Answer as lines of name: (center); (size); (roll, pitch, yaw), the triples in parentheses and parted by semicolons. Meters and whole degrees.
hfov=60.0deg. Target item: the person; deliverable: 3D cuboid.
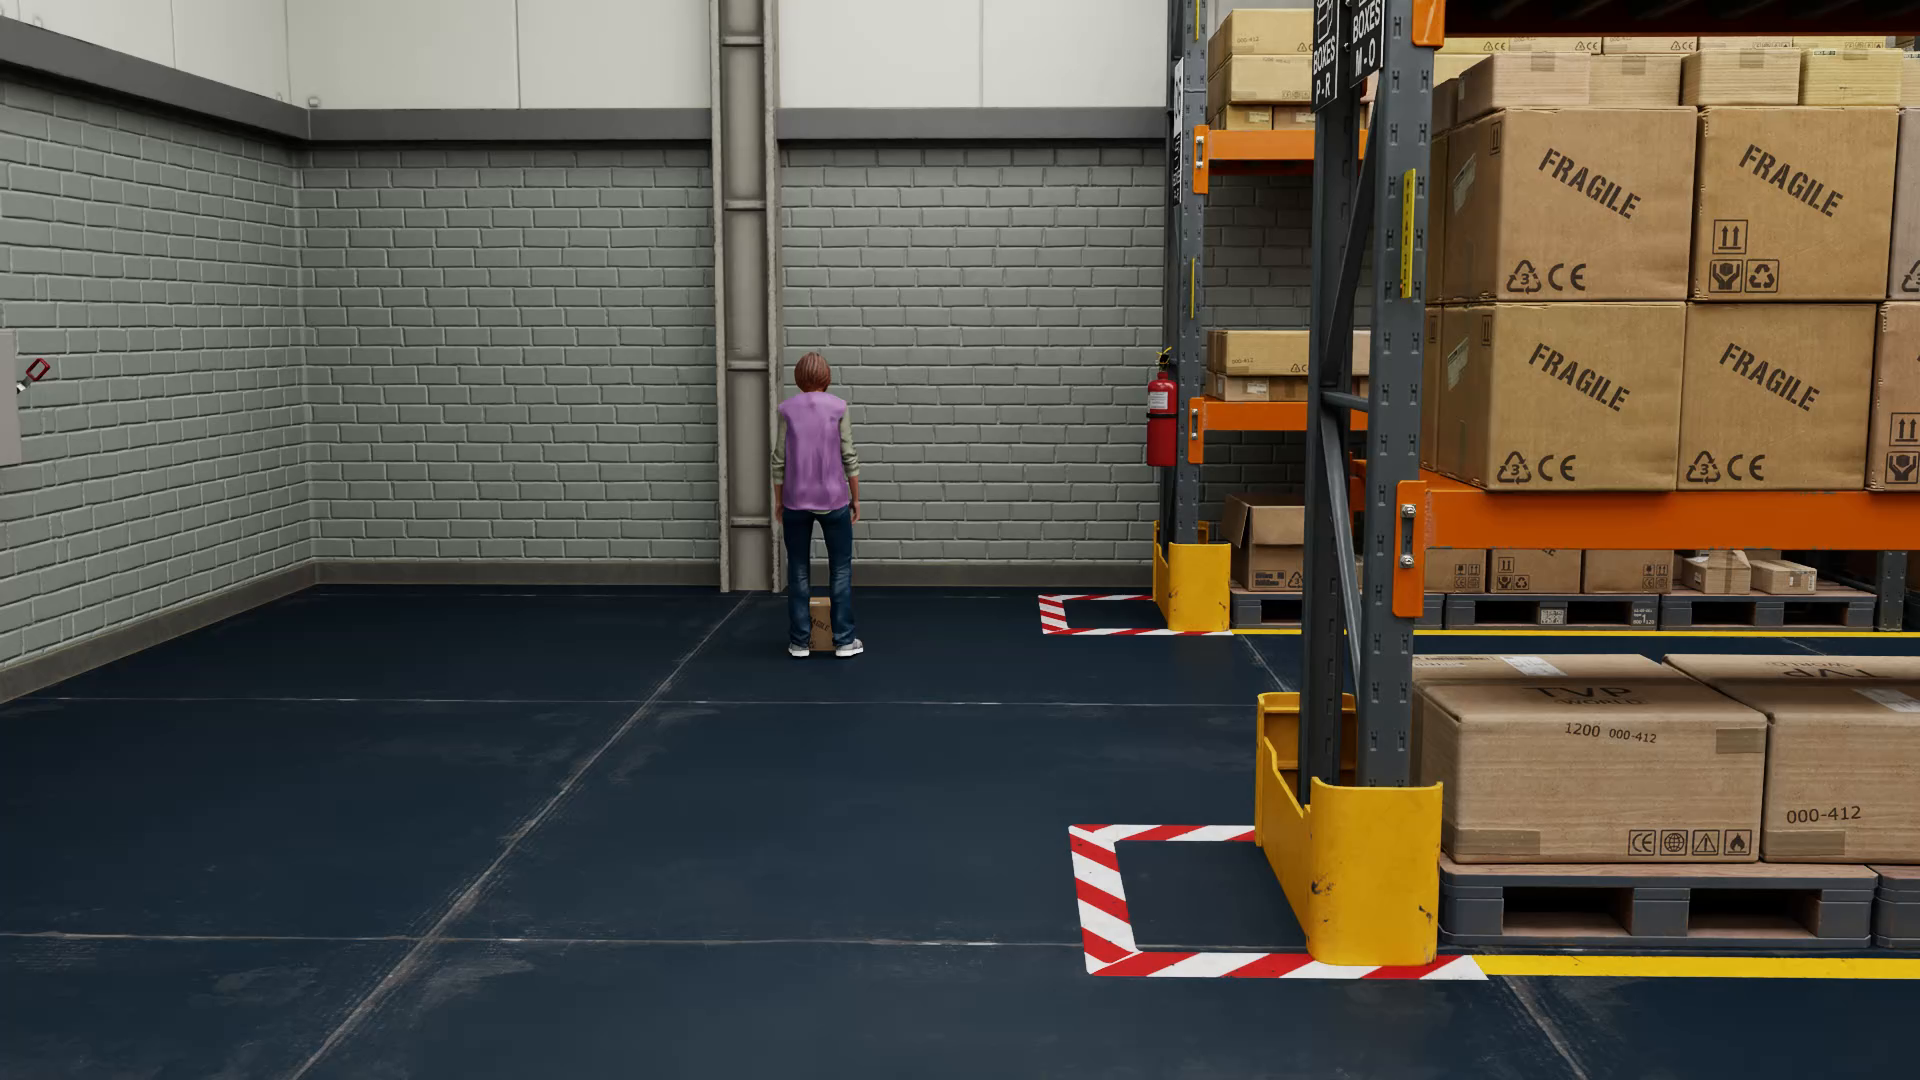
person: (-0.750, -0.179, 8.692); (0.463, 1.593, 0.344); (0, 7, 1)
